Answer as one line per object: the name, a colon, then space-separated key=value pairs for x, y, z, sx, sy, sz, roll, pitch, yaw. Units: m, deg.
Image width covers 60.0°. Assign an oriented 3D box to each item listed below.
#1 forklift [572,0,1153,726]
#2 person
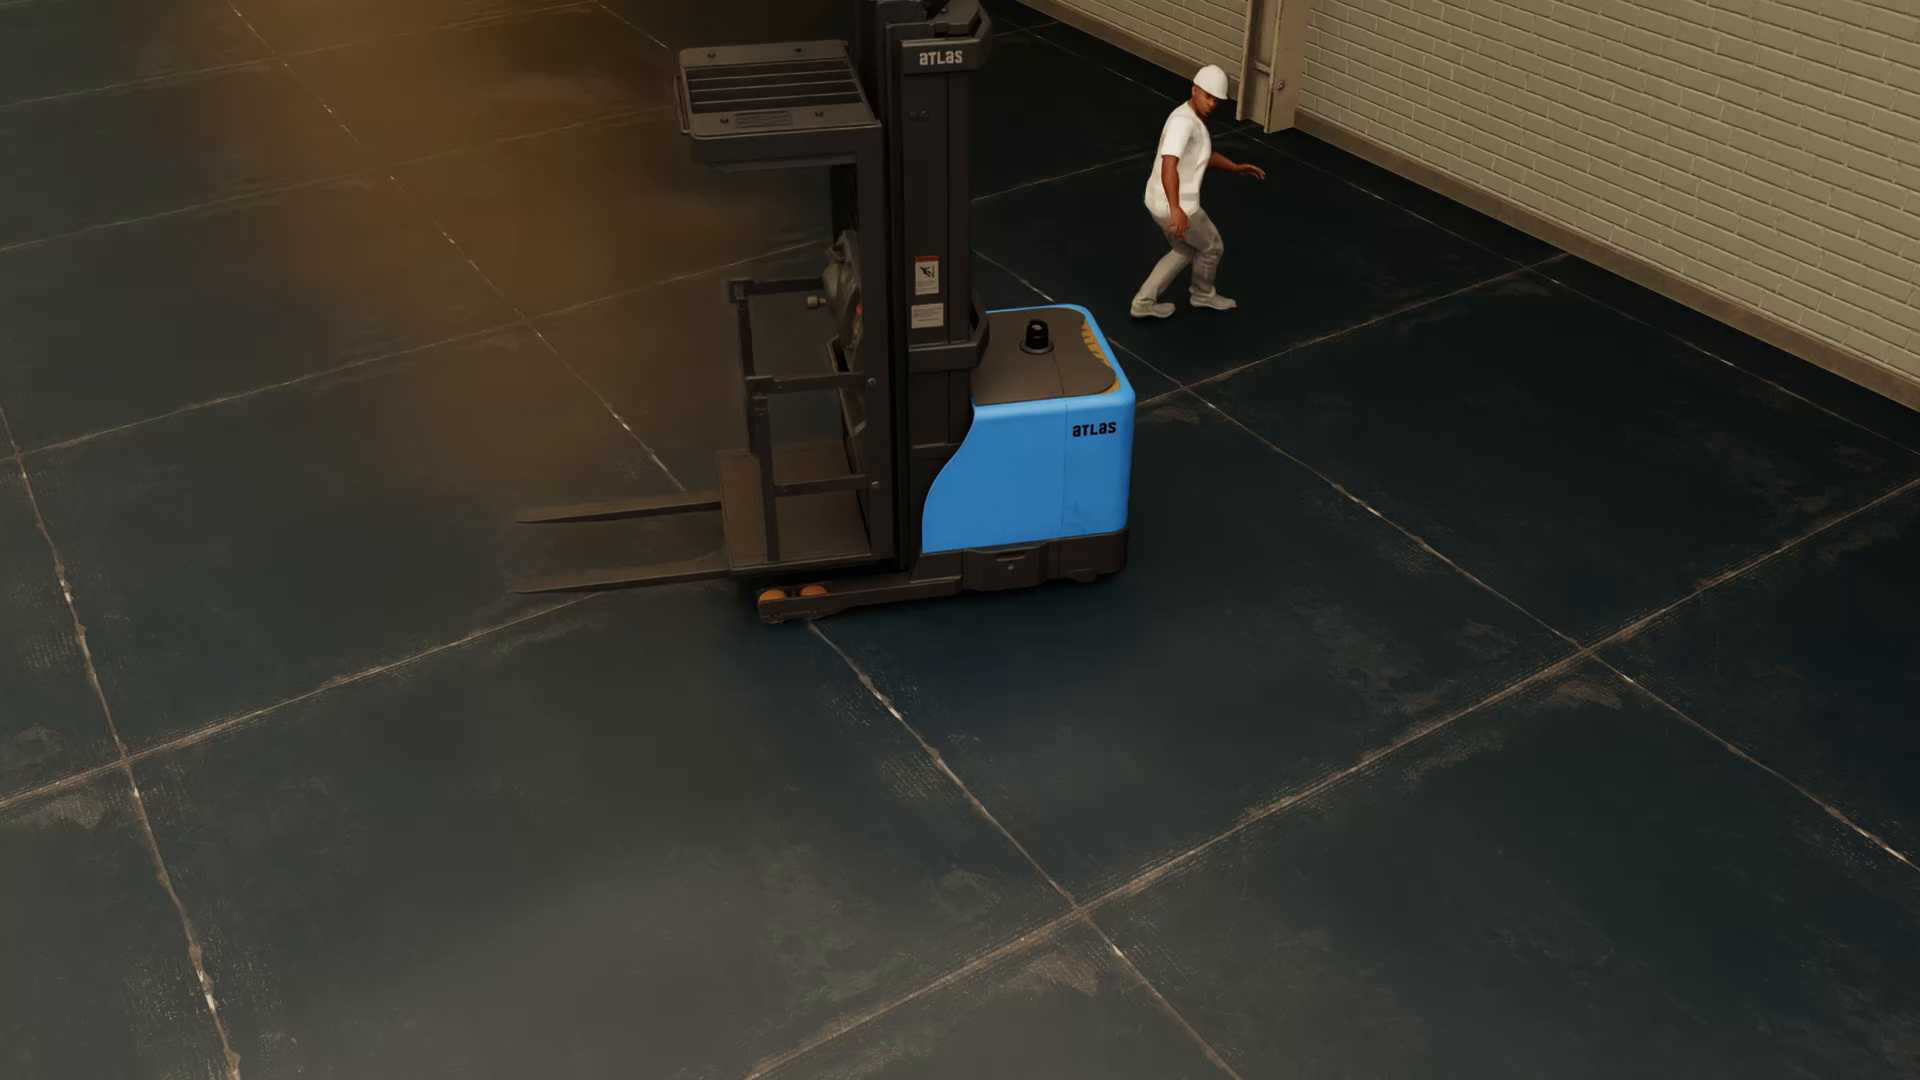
forklift: x=-0.439 y=-0.953 z=7.504 sx=3.031 sy=2.935 sz=1.130 roll=-28 pitch=44 yaw=-34
person: x=1.610 y=-2.352 z=10.539 sx=0.511 sy=1.734 sz=0.777 roll=10 pitch=36 yaw=14
